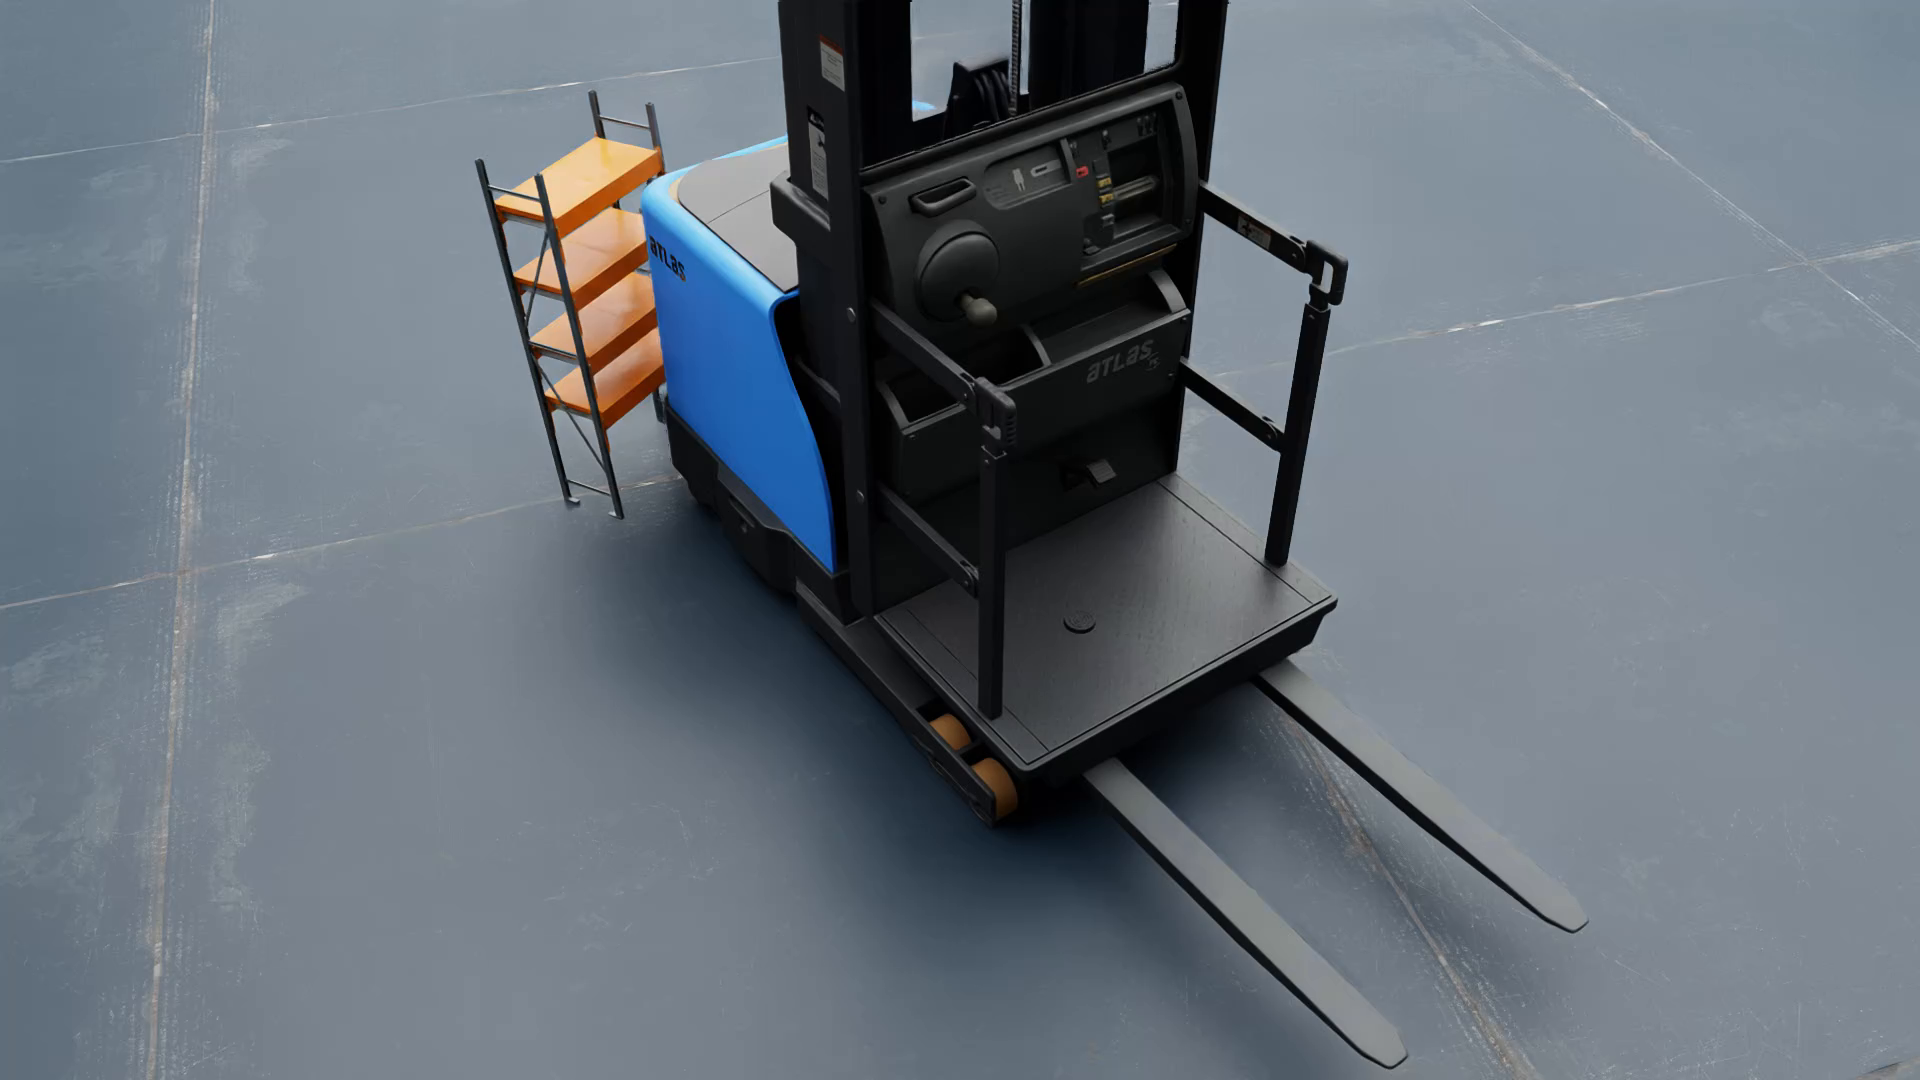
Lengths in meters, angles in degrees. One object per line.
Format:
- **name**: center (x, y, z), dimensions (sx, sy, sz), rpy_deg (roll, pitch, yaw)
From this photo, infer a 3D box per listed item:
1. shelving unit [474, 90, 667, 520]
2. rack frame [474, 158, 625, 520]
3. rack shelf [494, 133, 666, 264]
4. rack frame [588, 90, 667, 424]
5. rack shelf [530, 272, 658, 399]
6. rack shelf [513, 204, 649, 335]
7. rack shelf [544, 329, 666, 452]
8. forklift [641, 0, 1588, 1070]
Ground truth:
- **shelving unit**: center (-1.091, -0.706, 5.133), dimensions (0.258, 1.200, 0.503), rpy_deg (18, 44, 25)
- **rack frame**: center (-1.213, -0.567, 4.974), dimensions (0.240, 1.200, 0.015), rpy_deg (18, 44, 25)
- **rack shelf**: center (-1.114, -1.010, 4.885), dimensions (0.258, 0.148, 0.480), rpy_deg (18, 44, 25)
- **rack frame**: center (-0.968, -0.844, 5.292), dimensions (0.240, 1.200, 0.015), rpy_deg (18, 44, 25)
- **rack shelf**: center (-1.087, -0.654, 5.175), dimensions (0.258, 0.148, 0.480), rpy_deg (18, 44, 25)
- **rack shelf**: center (-1.100, -0.827, 5.034), dimensions (0.258, 0.148, 0.480), rpy_deg (18, 44, 25)
- **rack shelf**: center (-1.075, -0.500, 5.300), dimensions (0.258, 0.148, 0.480), rpy_deg (18, 44, 25)
- **forklift**: center (0.323, -0.727, 3.855), dimensions (1.130, 2.935, 3.031), rpy_deg (-25, 47, -26)
